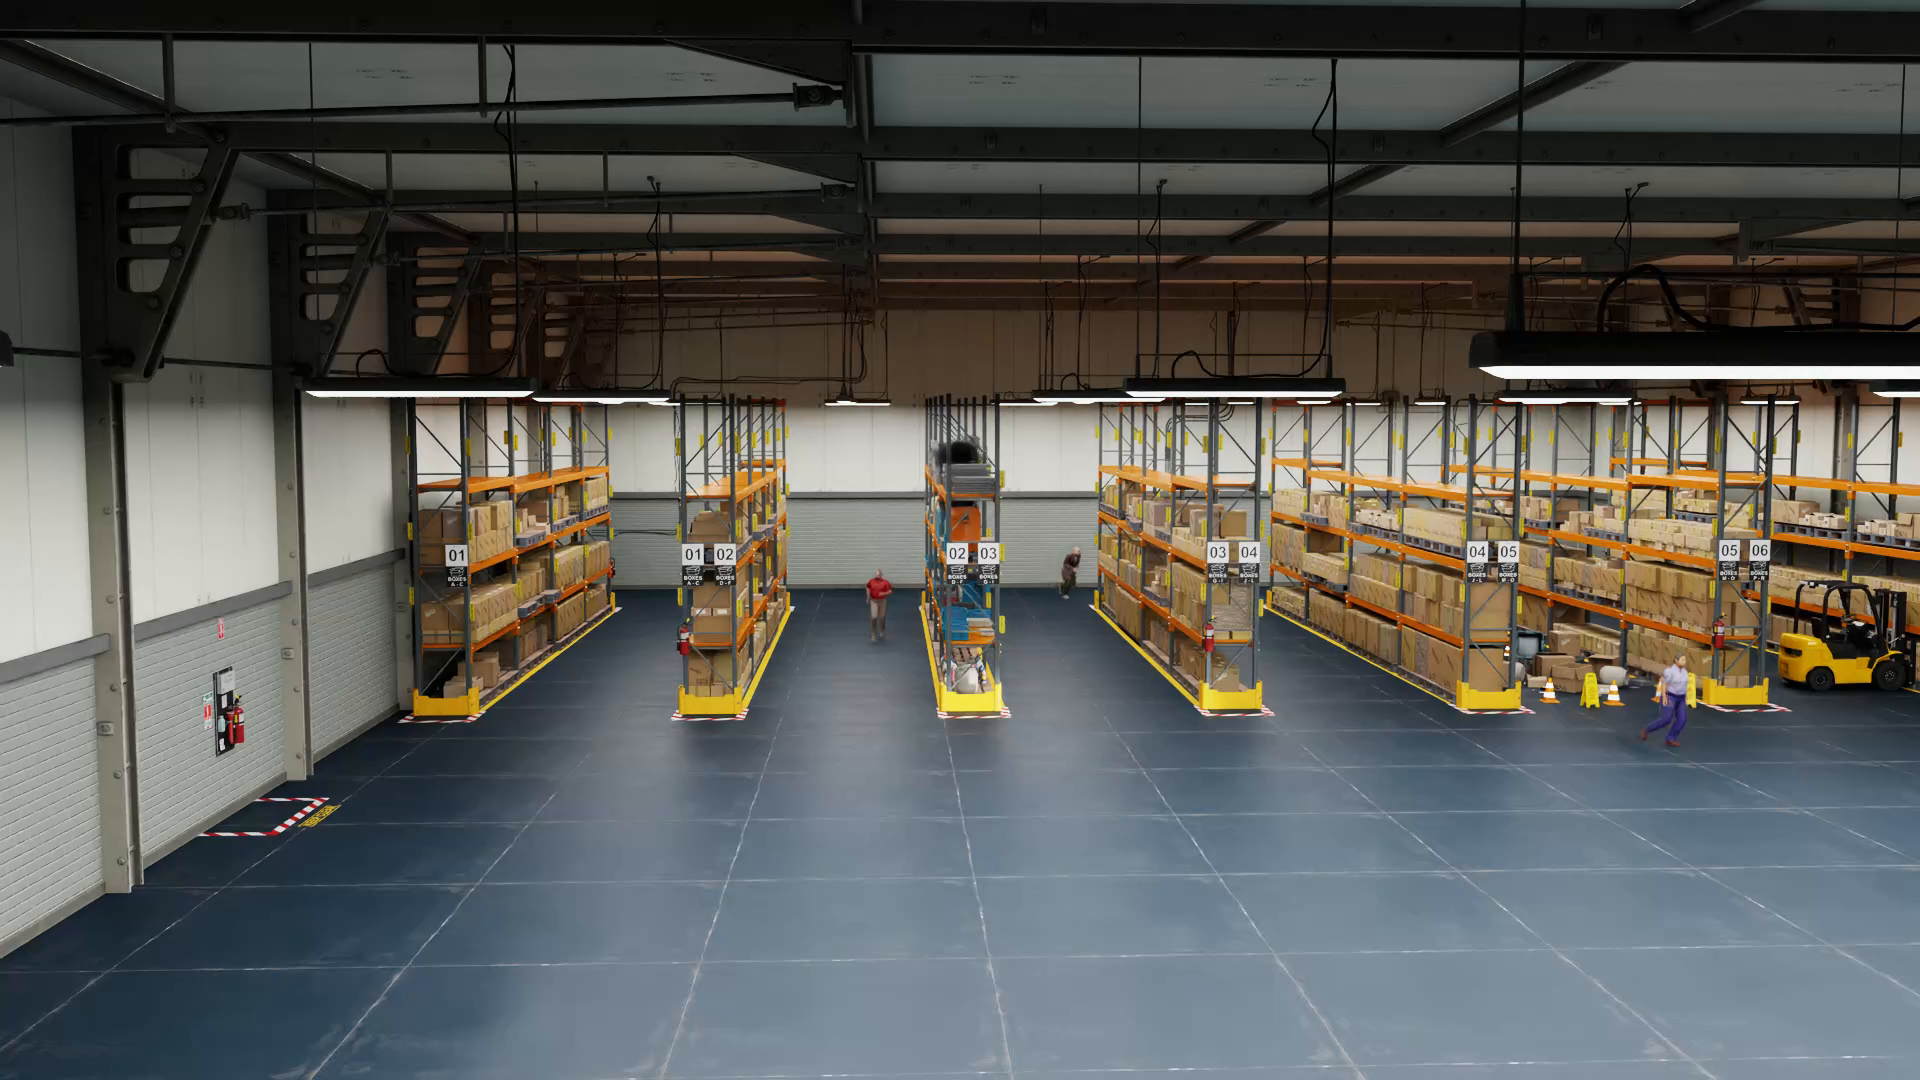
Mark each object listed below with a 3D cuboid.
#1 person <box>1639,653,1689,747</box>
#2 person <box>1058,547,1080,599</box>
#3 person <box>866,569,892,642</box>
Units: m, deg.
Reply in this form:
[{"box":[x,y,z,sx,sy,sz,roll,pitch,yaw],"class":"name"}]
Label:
[{"box":[11.971,2.693,28.186,0.758,1.581,0.543,-2,5,-22],"class":"person"},{"box":[3.329,0.982,50.084,0.739,1.591,0.866,-4,6,-43],"class":"person"},{"box":[-1.997,1.613,41.103,0.646,1.792,0.803,0,5,-1],"class":"person"}]
